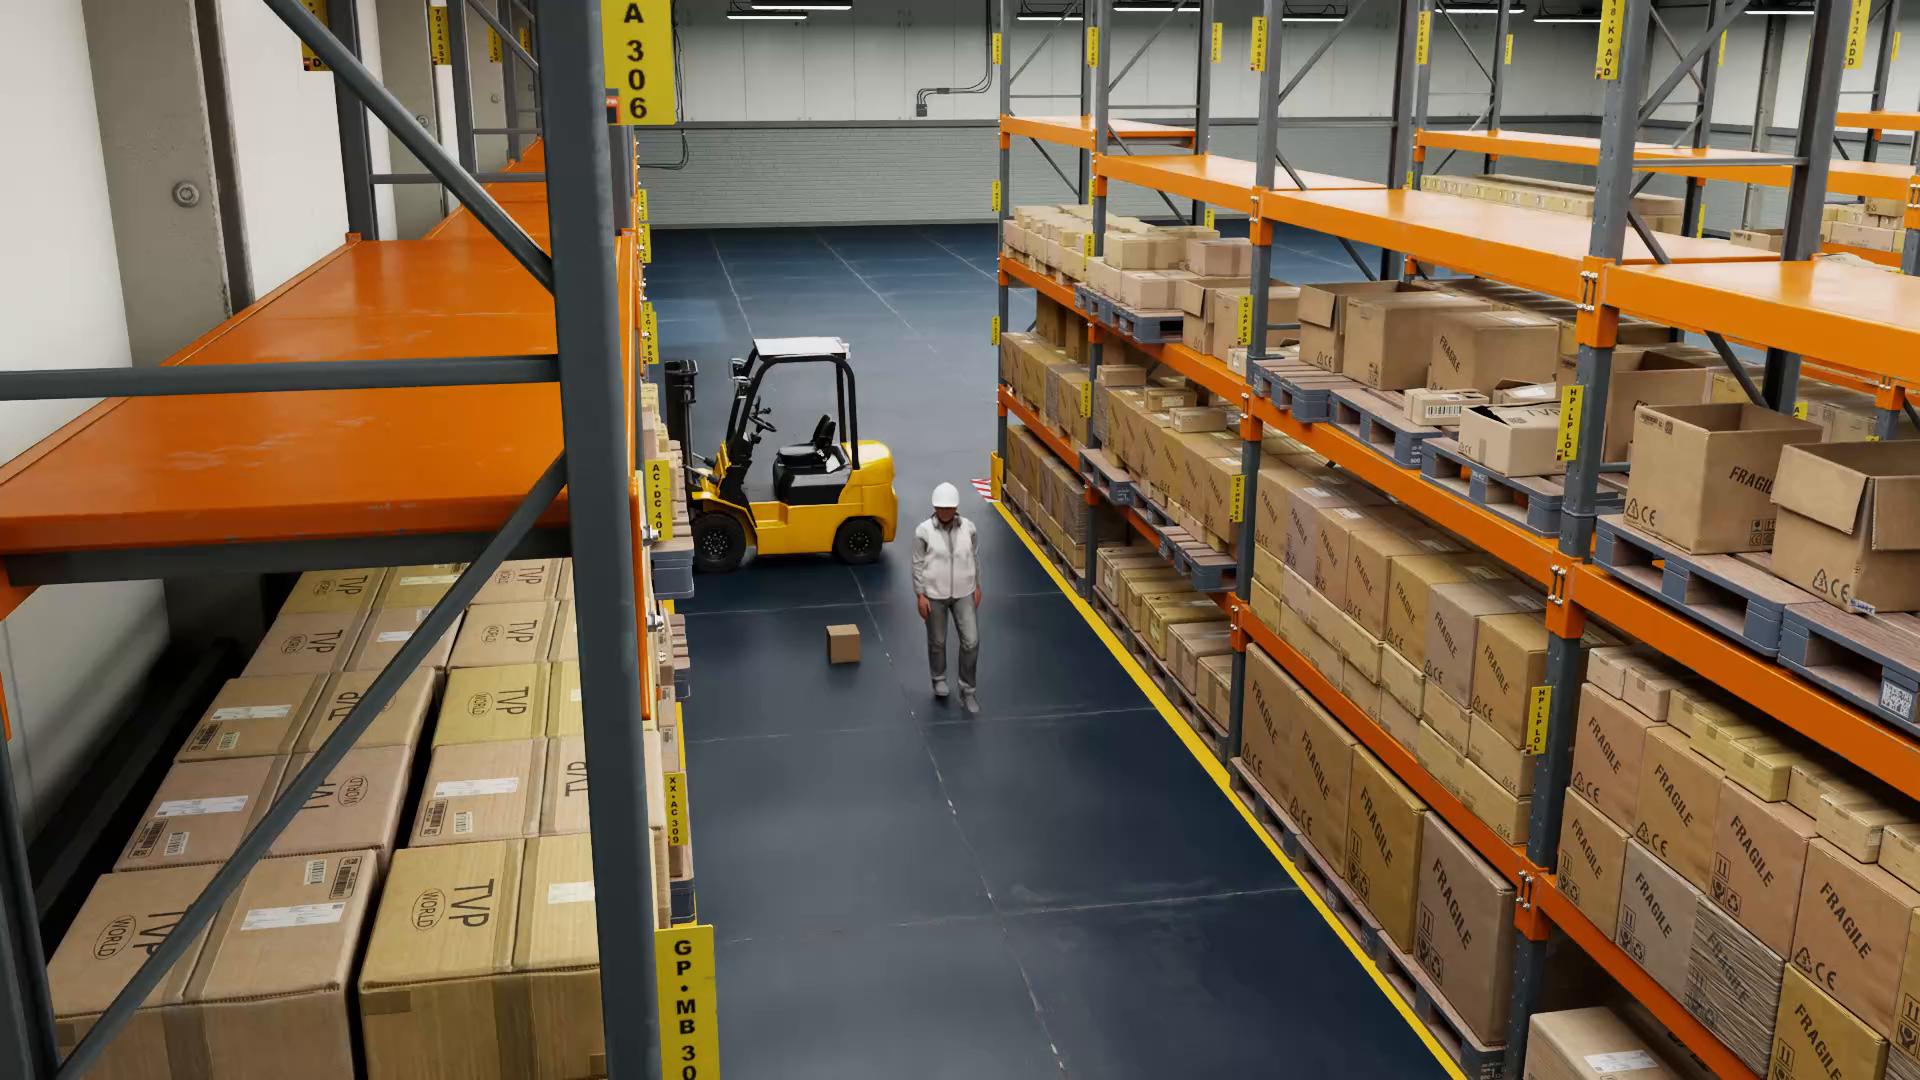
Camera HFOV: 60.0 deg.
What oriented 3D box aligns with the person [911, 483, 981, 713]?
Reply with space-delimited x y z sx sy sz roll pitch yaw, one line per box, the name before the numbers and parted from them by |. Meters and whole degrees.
person | -0.093 0.452 13.009 0.578 1.841 0.606 -3 17 -10
